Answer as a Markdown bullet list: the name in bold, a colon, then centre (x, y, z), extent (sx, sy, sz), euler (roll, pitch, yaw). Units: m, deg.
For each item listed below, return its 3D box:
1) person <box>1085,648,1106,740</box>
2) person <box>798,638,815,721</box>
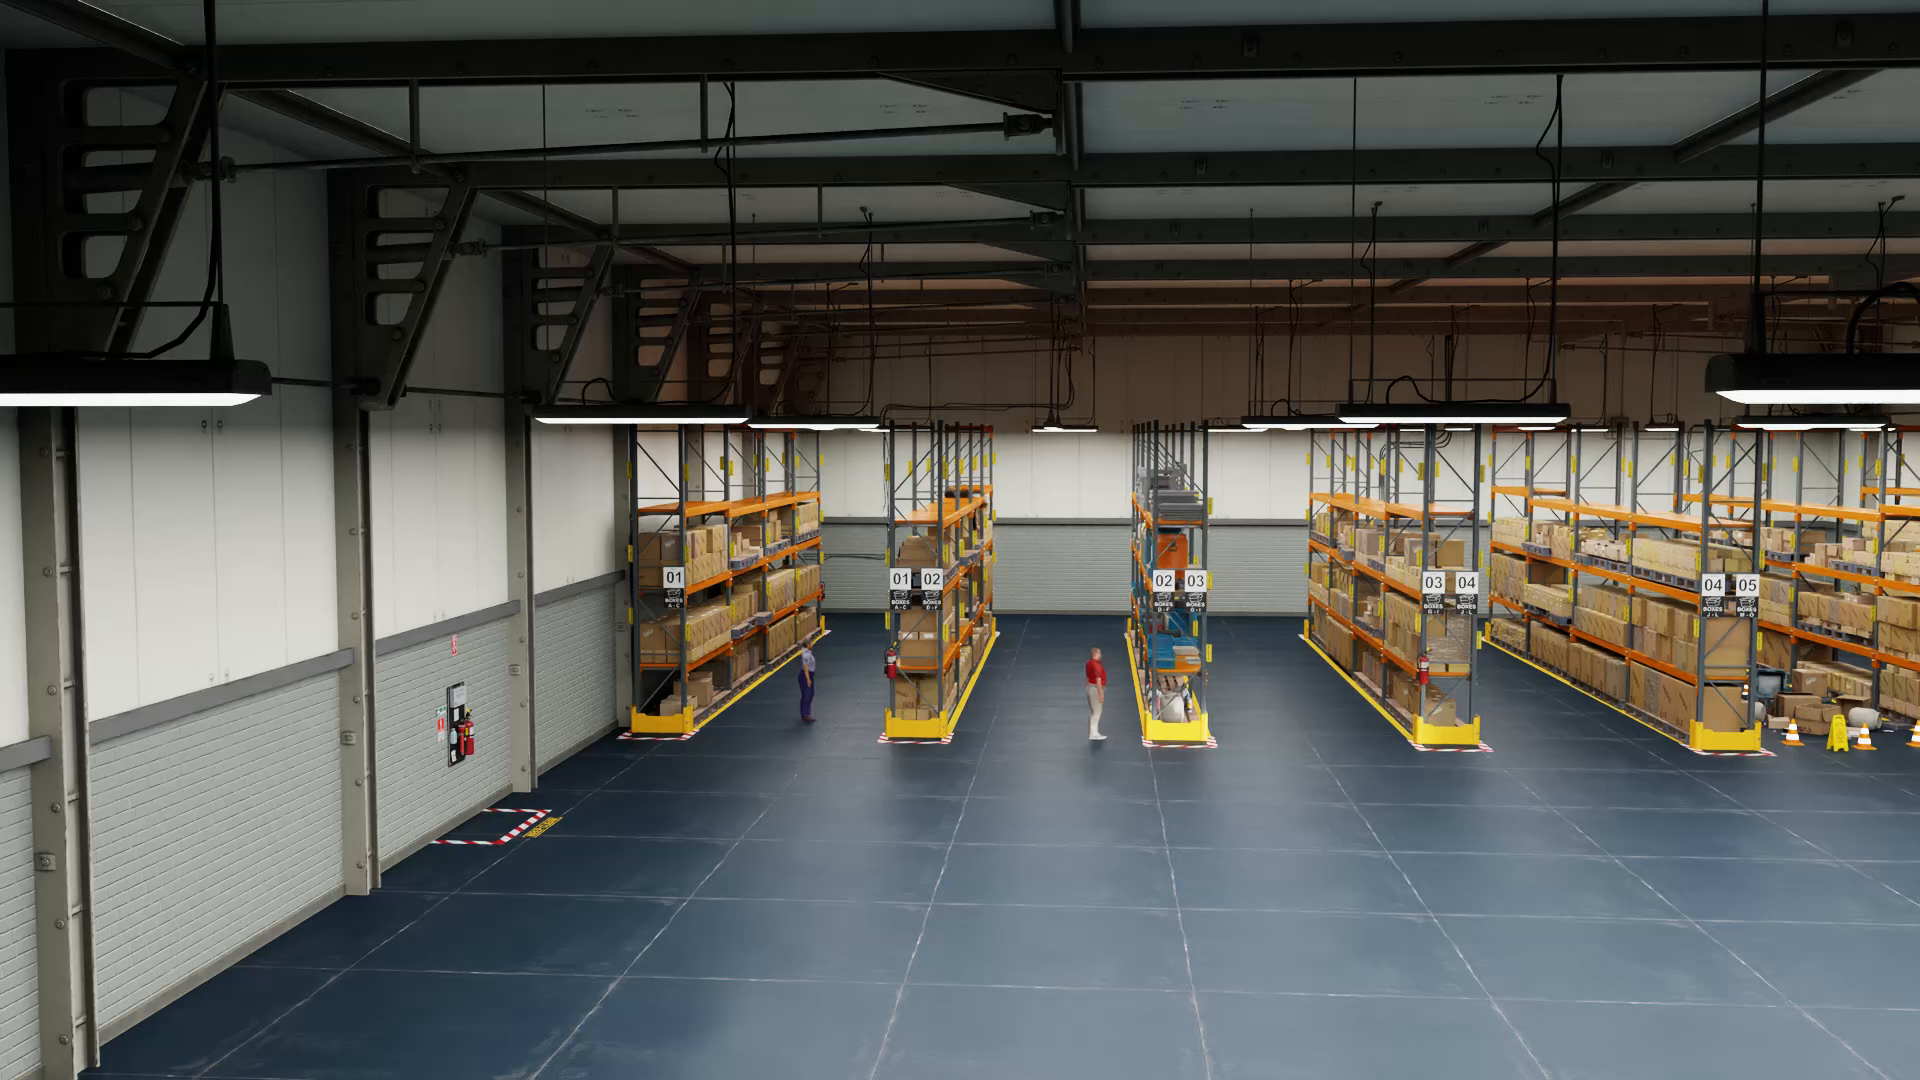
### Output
- **person**: centre (2.598, 2.905, 31.268), extent (0.441, 1.774, 0.591), euler (-1, 4, -14)
- **person**: centre (-3.082, 2.831, 33.400), extent (0.360, 1.732, 0.564), euler (0, 4, -5)
